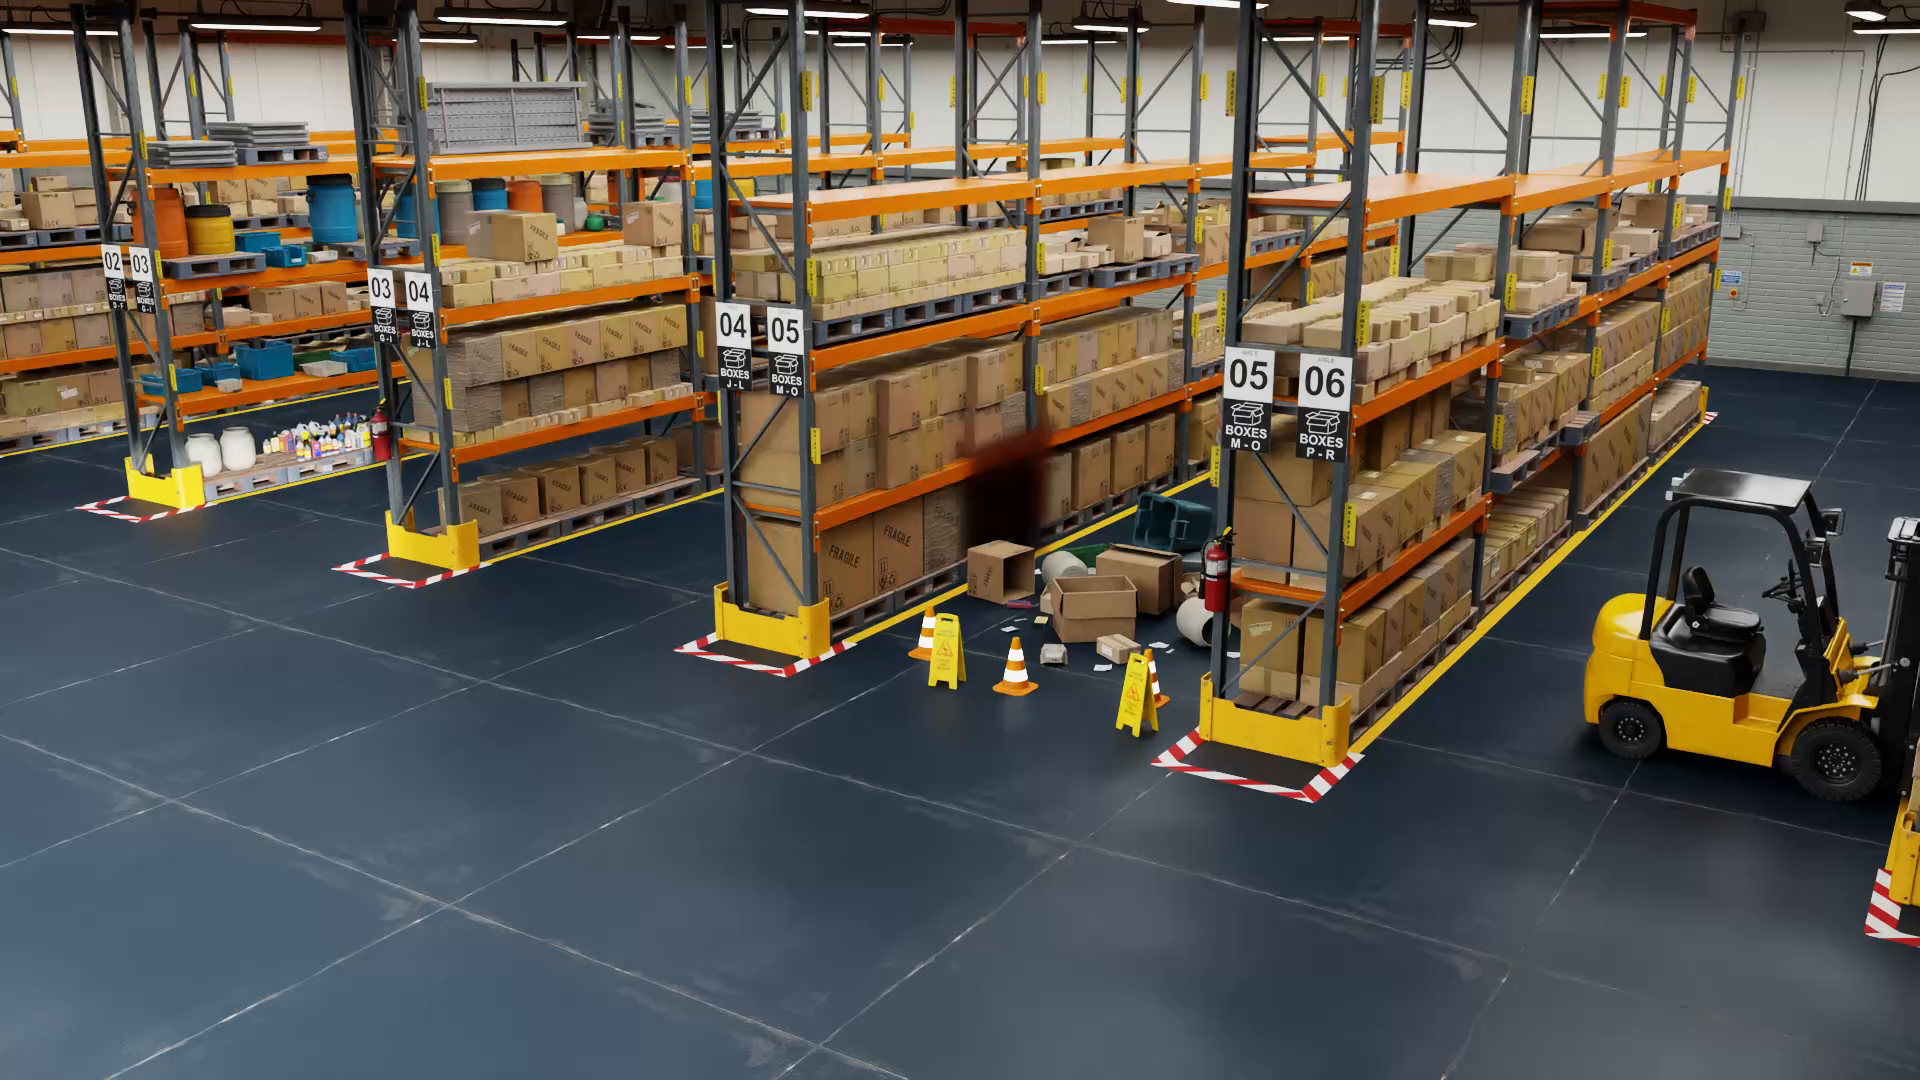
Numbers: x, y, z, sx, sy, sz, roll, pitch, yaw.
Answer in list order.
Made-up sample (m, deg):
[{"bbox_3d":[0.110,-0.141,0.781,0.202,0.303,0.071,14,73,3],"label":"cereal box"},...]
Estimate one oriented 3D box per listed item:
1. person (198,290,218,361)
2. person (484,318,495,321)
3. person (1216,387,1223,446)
[{"bbox_3d":[-12.865,-3.494,28.644,0.633,1.708,0.601,10,18,32],"label":"person"},{"bbox_3d":[-8.461,-3.670,29.392,0.608,1.630,0.729,14,21,40],"label":"person"},{"bbox_3d":[3.372,-1.346,20.003,0.607,1.657,0.591,-15,21,-43],"label":"person"}]
